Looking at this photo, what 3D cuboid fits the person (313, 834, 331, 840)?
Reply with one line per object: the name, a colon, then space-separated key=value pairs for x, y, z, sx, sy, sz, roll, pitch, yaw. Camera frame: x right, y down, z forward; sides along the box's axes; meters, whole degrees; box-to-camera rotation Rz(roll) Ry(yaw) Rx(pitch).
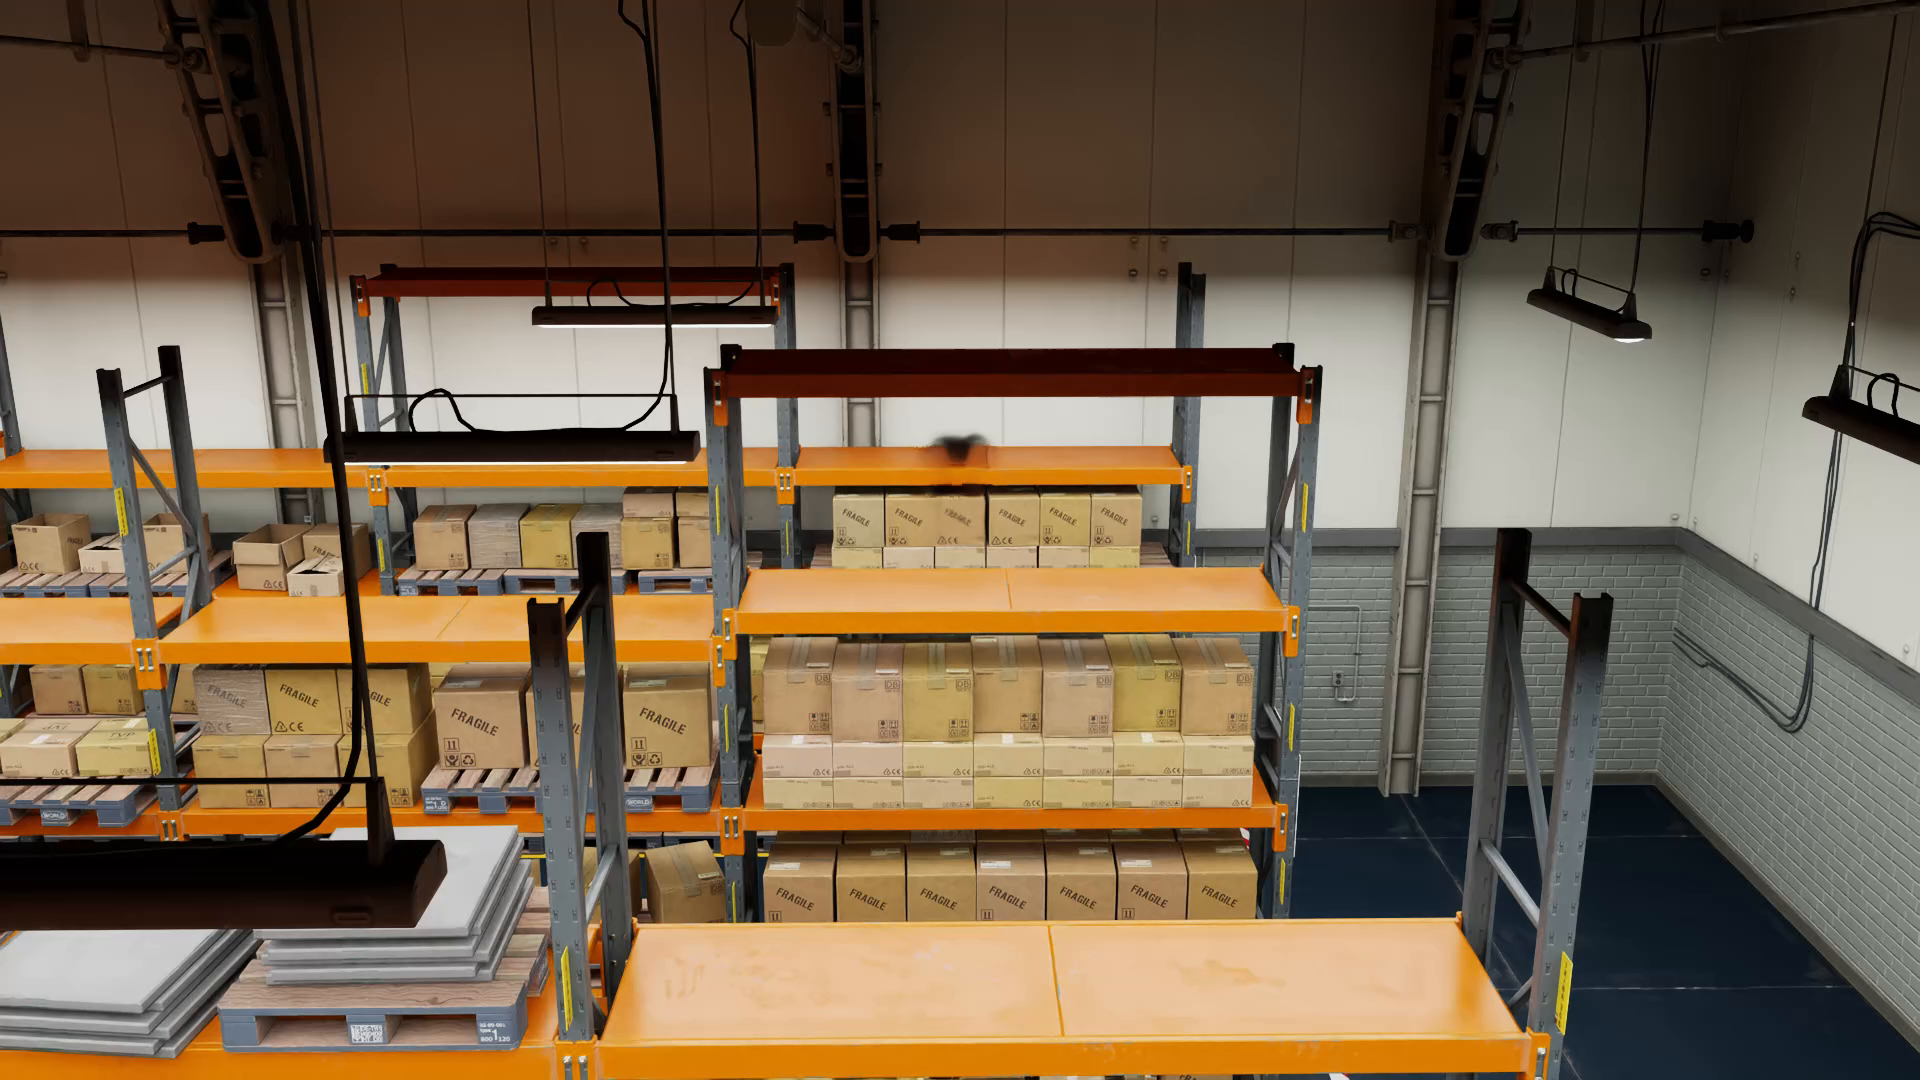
person: x=-5.809 y=2.839 z=15.754 sx=0.566 sy=1.744 sz=0.369 roll=-4 pitch=17 yaw=-12
